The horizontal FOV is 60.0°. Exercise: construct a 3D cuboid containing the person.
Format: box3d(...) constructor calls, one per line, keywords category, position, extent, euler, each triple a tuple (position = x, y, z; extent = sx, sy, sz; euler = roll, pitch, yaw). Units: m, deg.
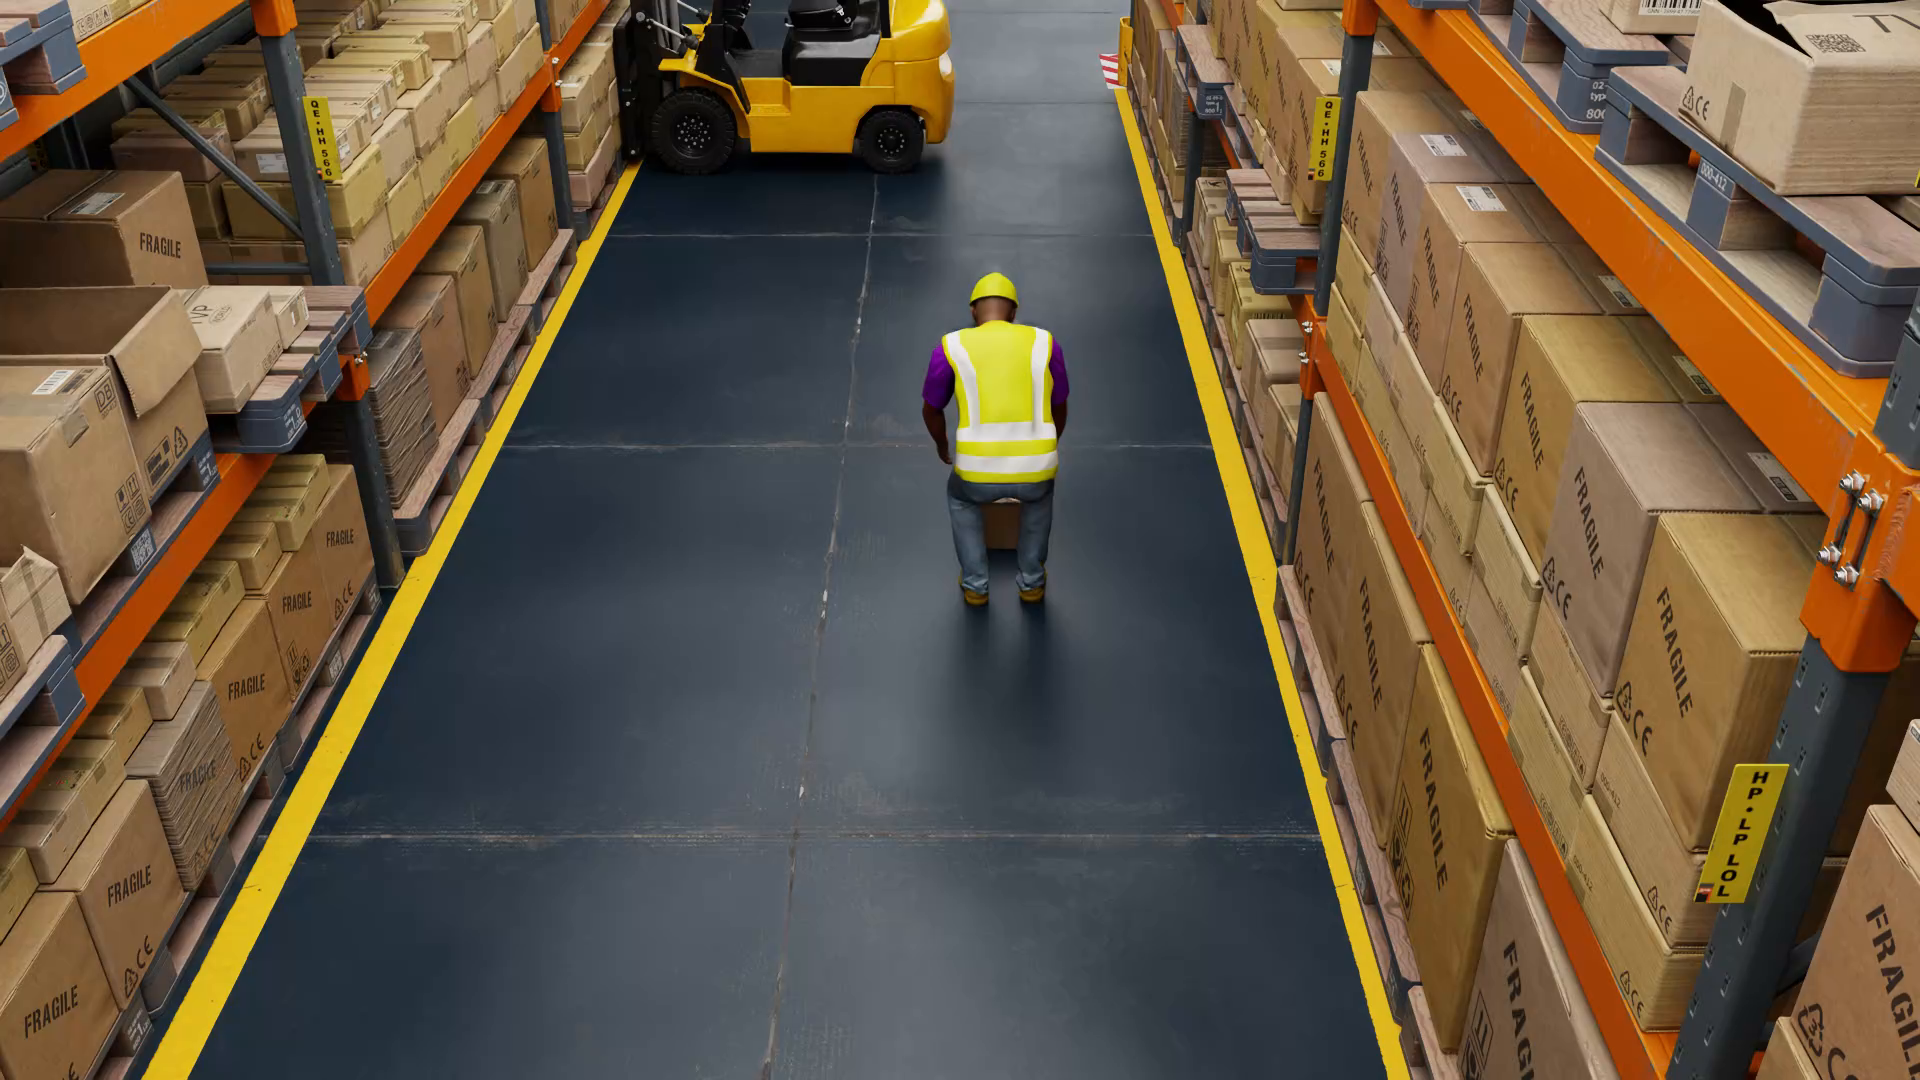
box3d(category="person", position=(0.152, -0.398, 7.143), extent=(0.631, 1.373, 0.779), euler=(0, 31, 0))
